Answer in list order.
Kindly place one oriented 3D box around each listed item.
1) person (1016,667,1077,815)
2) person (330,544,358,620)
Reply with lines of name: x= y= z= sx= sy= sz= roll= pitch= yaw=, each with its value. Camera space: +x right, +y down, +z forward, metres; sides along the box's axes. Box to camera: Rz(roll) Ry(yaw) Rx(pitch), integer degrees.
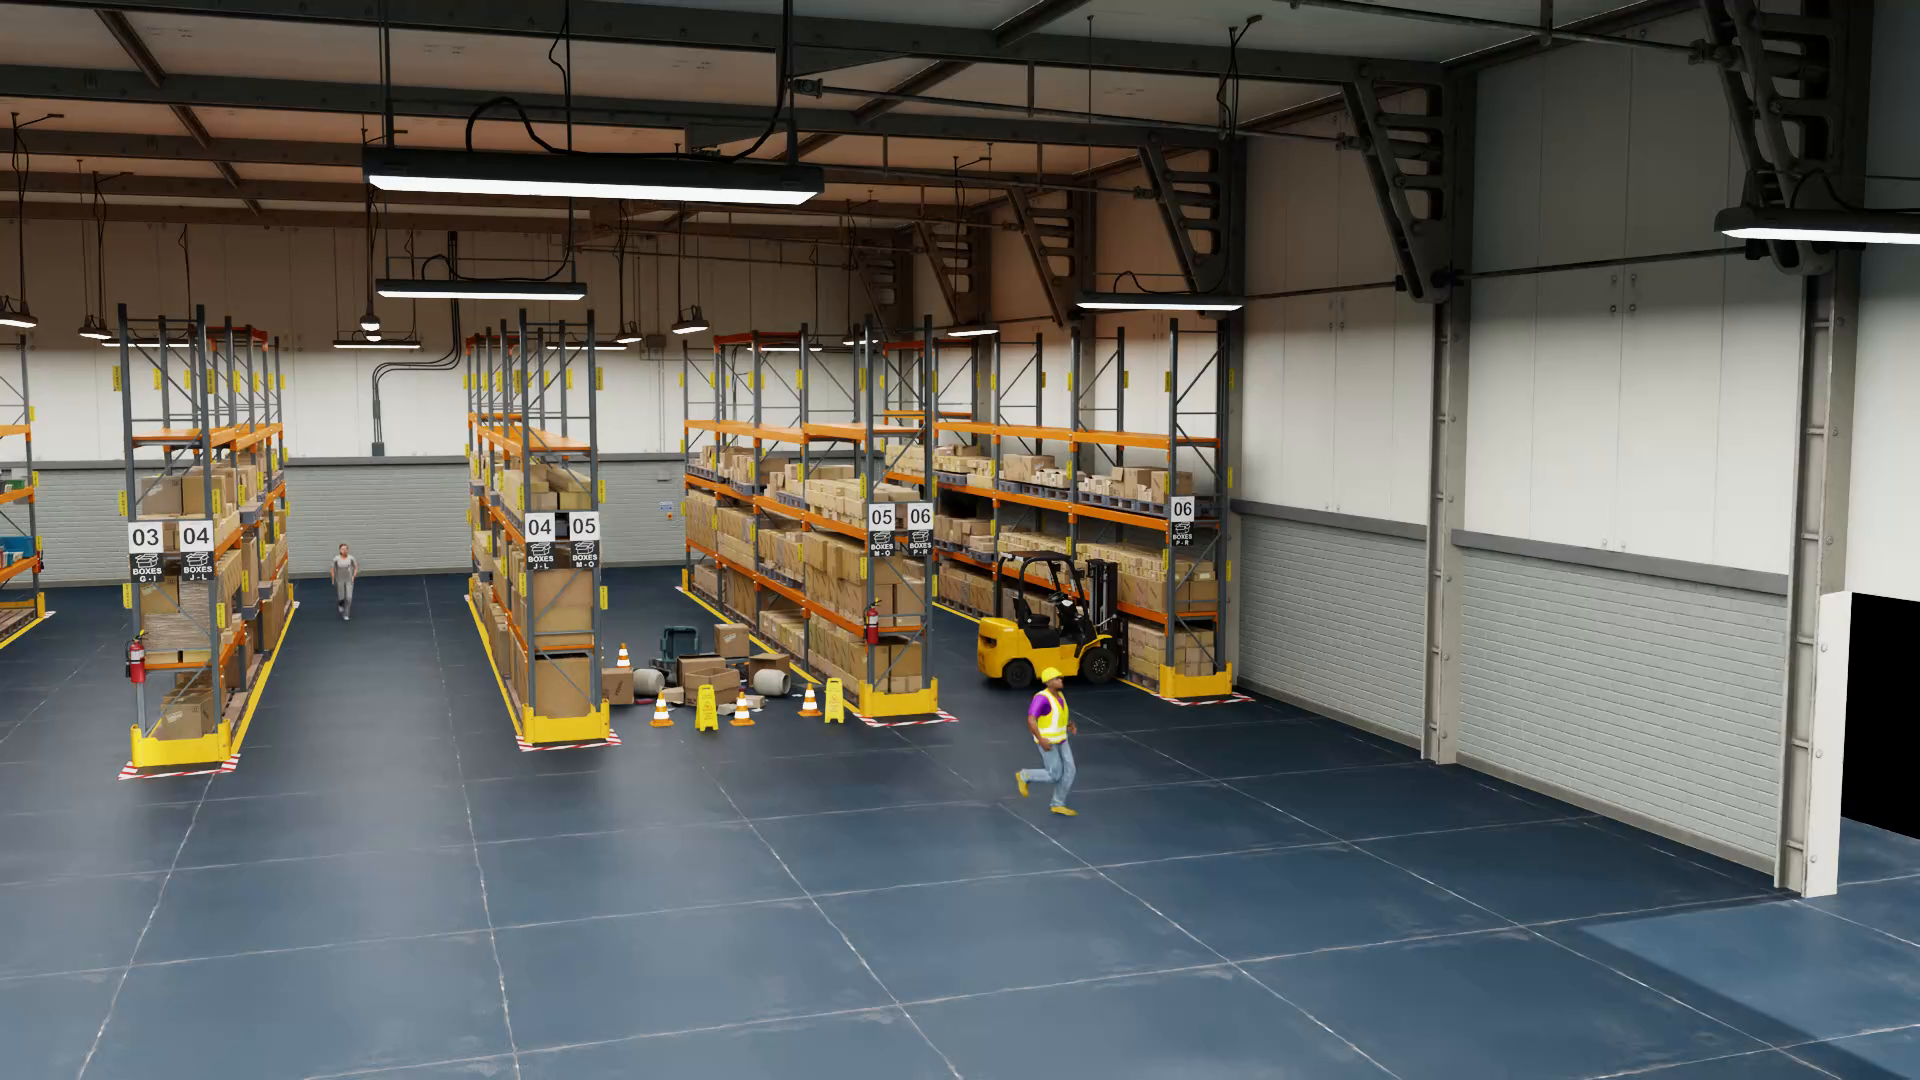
person: x=1.030 y=2.328 z=19.357 sx=0.702 sy=1.713 sz=0.701 roll=4 pitch=7 yaw=34
person: x=-13.001 y=0.874 z=35.130 sx=0.552 sy=1.618 sz=0.599 roll=-2 pitch=6 yaw=-23
